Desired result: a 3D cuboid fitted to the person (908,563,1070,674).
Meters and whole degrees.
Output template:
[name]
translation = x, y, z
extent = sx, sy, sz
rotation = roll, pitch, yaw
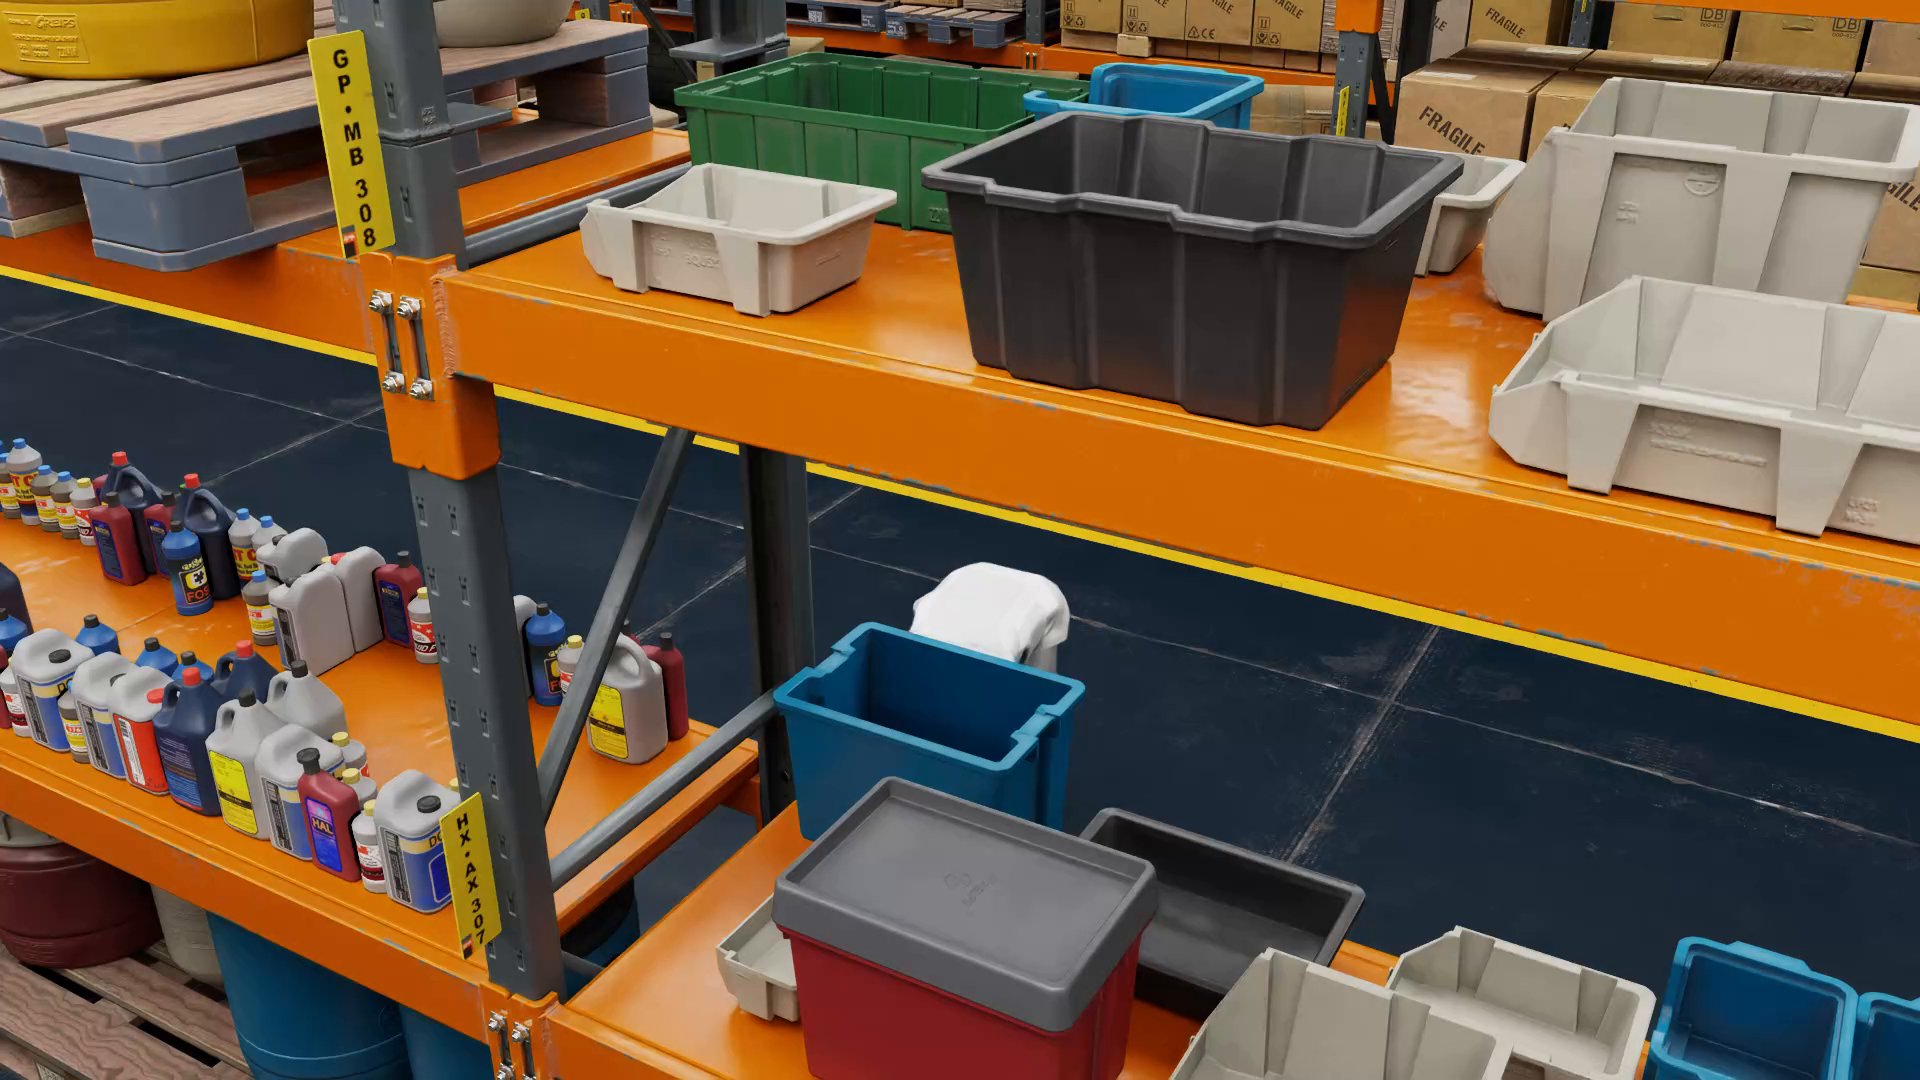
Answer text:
[person]
translation = 0.019, 0.679, 5.491
extent = 0.482, 1.076, 0.982
rotation = 13, 29, 24
